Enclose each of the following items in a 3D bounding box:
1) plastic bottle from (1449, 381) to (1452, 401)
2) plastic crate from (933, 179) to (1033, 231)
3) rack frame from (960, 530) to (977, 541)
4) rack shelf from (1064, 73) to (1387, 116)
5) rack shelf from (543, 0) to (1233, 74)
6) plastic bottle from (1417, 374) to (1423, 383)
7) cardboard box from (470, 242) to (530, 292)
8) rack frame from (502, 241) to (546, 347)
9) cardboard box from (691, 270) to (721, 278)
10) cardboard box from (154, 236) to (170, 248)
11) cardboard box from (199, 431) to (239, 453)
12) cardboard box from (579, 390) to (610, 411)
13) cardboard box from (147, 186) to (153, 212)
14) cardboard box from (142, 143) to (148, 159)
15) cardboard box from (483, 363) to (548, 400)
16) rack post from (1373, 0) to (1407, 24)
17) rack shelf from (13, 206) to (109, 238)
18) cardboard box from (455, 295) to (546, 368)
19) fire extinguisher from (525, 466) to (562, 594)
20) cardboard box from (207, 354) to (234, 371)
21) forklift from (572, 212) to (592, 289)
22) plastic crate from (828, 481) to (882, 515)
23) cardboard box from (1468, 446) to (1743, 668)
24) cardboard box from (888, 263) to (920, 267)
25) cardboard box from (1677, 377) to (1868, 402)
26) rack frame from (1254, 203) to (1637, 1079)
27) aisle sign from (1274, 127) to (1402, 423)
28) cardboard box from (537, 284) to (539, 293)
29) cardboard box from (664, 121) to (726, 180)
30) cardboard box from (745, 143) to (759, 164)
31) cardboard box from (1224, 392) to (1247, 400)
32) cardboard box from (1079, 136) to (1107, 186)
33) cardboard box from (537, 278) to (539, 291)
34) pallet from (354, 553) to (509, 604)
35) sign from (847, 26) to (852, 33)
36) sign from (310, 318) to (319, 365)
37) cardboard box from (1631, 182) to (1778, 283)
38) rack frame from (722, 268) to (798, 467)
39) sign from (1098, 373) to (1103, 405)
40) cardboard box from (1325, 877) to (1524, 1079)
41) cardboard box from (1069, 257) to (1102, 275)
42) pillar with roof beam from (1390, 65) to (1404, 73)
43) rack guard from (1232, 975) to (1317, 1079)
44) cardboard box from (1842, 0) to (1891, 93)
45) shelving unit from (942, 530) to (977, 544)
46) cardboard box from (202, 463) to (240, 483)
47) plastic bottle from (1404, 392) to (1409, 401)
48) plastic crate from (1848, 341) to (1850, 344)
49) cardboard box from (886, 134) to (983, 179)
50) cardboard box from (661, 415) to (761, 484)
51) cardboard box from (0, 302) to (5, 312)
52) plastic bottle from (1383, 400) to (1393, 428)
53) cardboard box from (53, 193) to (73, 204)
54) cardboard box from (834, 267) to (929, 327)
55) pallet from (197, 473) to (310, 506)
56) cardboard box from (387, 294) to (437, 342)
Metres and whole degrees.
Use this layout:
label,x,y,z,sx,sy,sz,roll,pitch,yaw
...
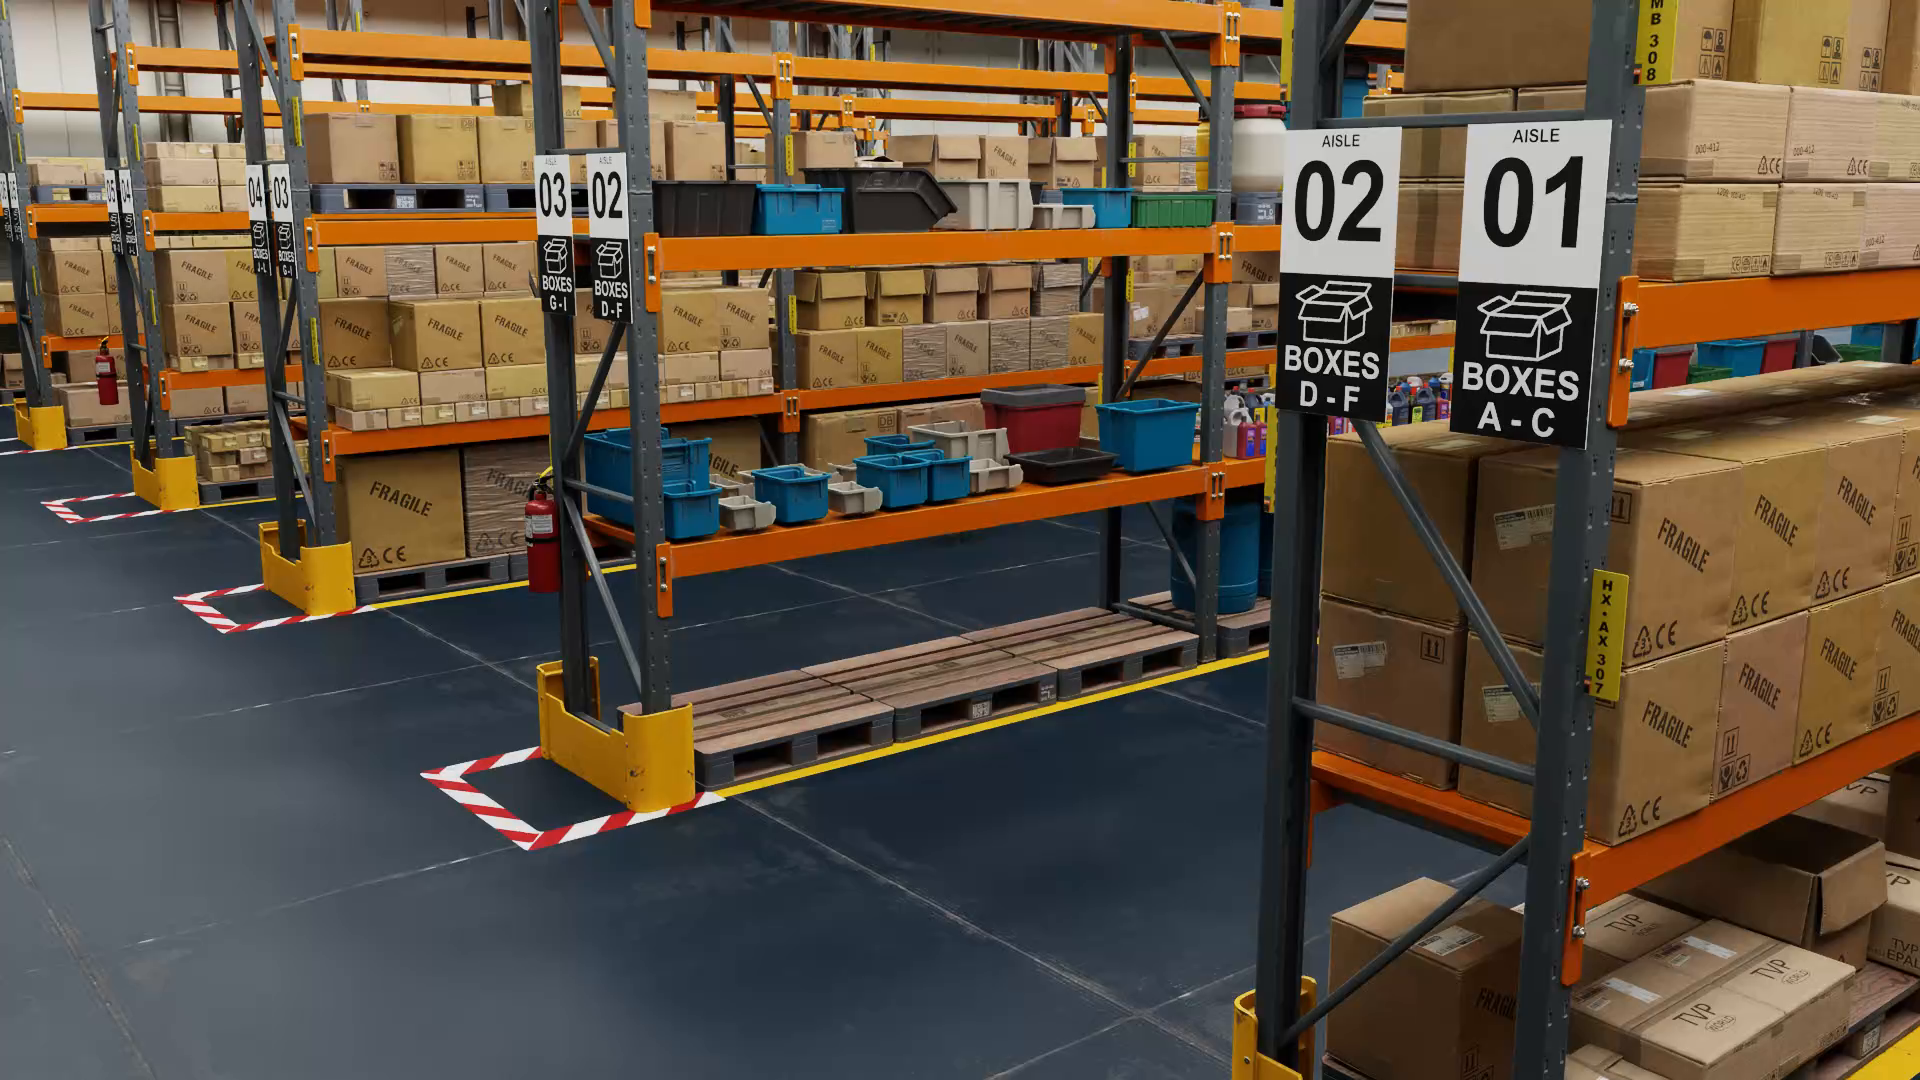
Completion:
label,x,y,z,sx,sy,sz,roll,pitch,yaw
plastic bottle,3.997,-1.177,13.251,0.135,0.276,0.152,-9,15,-38
plastic crate,0.118,-1.875,9.302,0.530,0.282,0.437,-9,15,-38
rack frame,0.073,-0.452,14.592,0.006,0.900,0.240,-9,15,-38
rack shelf,2.909,-4.716,17.870,4.000,0.370,1.077,-9,15,-38
rack shelf,-0.243,-2.875,9.198,4.000,0.370,1.077,-9,15,-38
plastic bottle,3.617,-1.170,13.200,0.133,0.283,0.061,-9,15,-38
cardboard box,-4.993,-2.947,17.922,0.500,0.500,0.500,-10,16,-40
rack frame,-4.795,-2.368,18.561,0.127,3.000,1.000,-9,15,-38
cardboard box,-3.945,-4.167,25.061,0.500,0.500,0.500,-8,15,-35
cardboard box,-9.839,-3.636,20.321,0.250,0.149,0.380,-9,15,-37
cardboard box,-7.297,-0.964,16.368,0.250,0.149,0.380,-10,16,-40
cardboard box,-3.012,-1.136,13.360,0.250,0.149,0.380,-9,15,-37
cardboard box,-7.729,-3.345,16.300,0.500,0.250,0.500,-10,15,-39
cardboard box,-7.843,-3.774,16.155,0.250,0.149,0.380,-10,15,-38
cardboard box,-3.559,-1.256,12.965,0.500,0.250,0.500,-10,16,-40
rack post,2.819,-3.721,11.690,0.954,0.300,0.937,-8,14,-32
rack shelf,-9.528,-4.014,20.821,4.000,0.370,1.077,-9,15,-38
cardboard box,-3.565,-1.622,12.887,0.500,0.500,0.500,-10,16,-39
fire extinguisher,-2.207,-0.062,8.785,0.183,0.674,0.296,-9,15,-38
cardboard box,-7.288,-1.755,16.277,0.250,0.149,0.380,-9,15,-36
forklift,-3.128,-1.849,16.278,1.130,2.935,3.031,12,17,43
plastic crate,-0.575,-0.224,8.951,0.298,0.136,0.250,-9,15,-38
cardboard box,1.798,0.023,4.653,0.500,0.500,0.500,-9,15,-36
cardboard box,-0.921,-3.548,21.468,0.500,0.500,0.700,-10,15,-38
cardboard box,3.062,-0.332,6.325,0.500,0.500,0.500,-10,16,-39
rack frame,1.286,0.575,4.697,0.127,3.000,1.000,-9,15,-38
aisle sign,1.042,-0.737,4.619,0.004,0.787,0.394,-9,15,-38
cardboard box,-4.604,-2.826,18.876,0.250,0.149,0.380,-9,15,-35
cardboard box,-2.349,-3.210,13.810,0.500,0.500,0.700,-11,16,-41
cardboard box,-2.563,-4.703,20.252,0.258,0.266,0.396,-9,15,-38
cardboard box,3.157,-1.374,18.835,0.500,0.500,0.700,-11,16,-42
cardboard box,1.564,-3.933,17.263,0.500,0.500,0.500,-9,15,-36
cardboard box,-5.848,-3.607,23.553,0.500,0.250,0.500,-10,16,-39
pallet,-4.324,0.216,13.104,1.213,0.211,1.003,-9,15,-38
sign,-1.325,-6.231,19.868,0.005,0.325,0.100,-9,15,-38
sign,-4.557,-1.403,11.740,0.005,0.325,0.100,-9,15,-38
cardboard box,1.846,-0.844,4.521,0.500,0.250,0.500,-9,15,-38
rack frame,-1.776,-1.551,14.710,0.127,3.000,1.000,-9,15,-38
sign,0.976,-0.972,11.320,0.005,0.325,0.100,-9,15,-38
cardboard box,1.557,1.473,5.431,0.500,0.500,0.500,-9,15,-38
cardboard box,1.761,-4.050,23.521,0.550,0.550,0.875,-9,15,-38
pillar with roof beam,13.938,-10.148,40.753,0.548,9.000,9.100,-9,15,-38
rack guard,1.346,1.788,5.003,0.348,0.500,1.175,-9,15,-38
cardboard box,2.444,-1.633,5.226,0.500,0.500,0.700,-9,15,-38
shelving unit,-0.006,-0.439,14.530,0.210,0.900,0.258,-9,15,-38
cardboard box,-7.310,-0.676,16.445,0.250,0.149,0.380,-9,15,-37
plastic bottle,3.266,-0.939,12.109,0.133,0.283,0.061,-9,15,-38
plastic crate,9.789,-2.112,17.986,0.250,0.136,0.298,-9,15,-38
cardboard box,-0.234,-3.524,15.524,0.637,0.503,0.797,-10,15,-38
cardboard box,-2.341,-0.644,14.545,0.875,0.875,0.875,-9,15,-38
cardboard box,-13.766,-3.319,23.642,0.250,0.149,0.380,-10,15,-38
plastic bottle,3.006,-0.856,11.749,0.097,0.271,0.097,0,12,0
cardboard box,-12.942,-4.911,23.920,0.250,0.149,0.380,-9,15,-38
cardboard box,-0.739,-2.262,15.403,0.637,0.503,0.797,-9,15,-37
pallet,-7.203,-0.595,16.922,1.213,0.211,1.003,-9,15,-38
cardboard box,-5.792,-2.323,17.389,0.500,0.500,0.500,-10,15,-38
